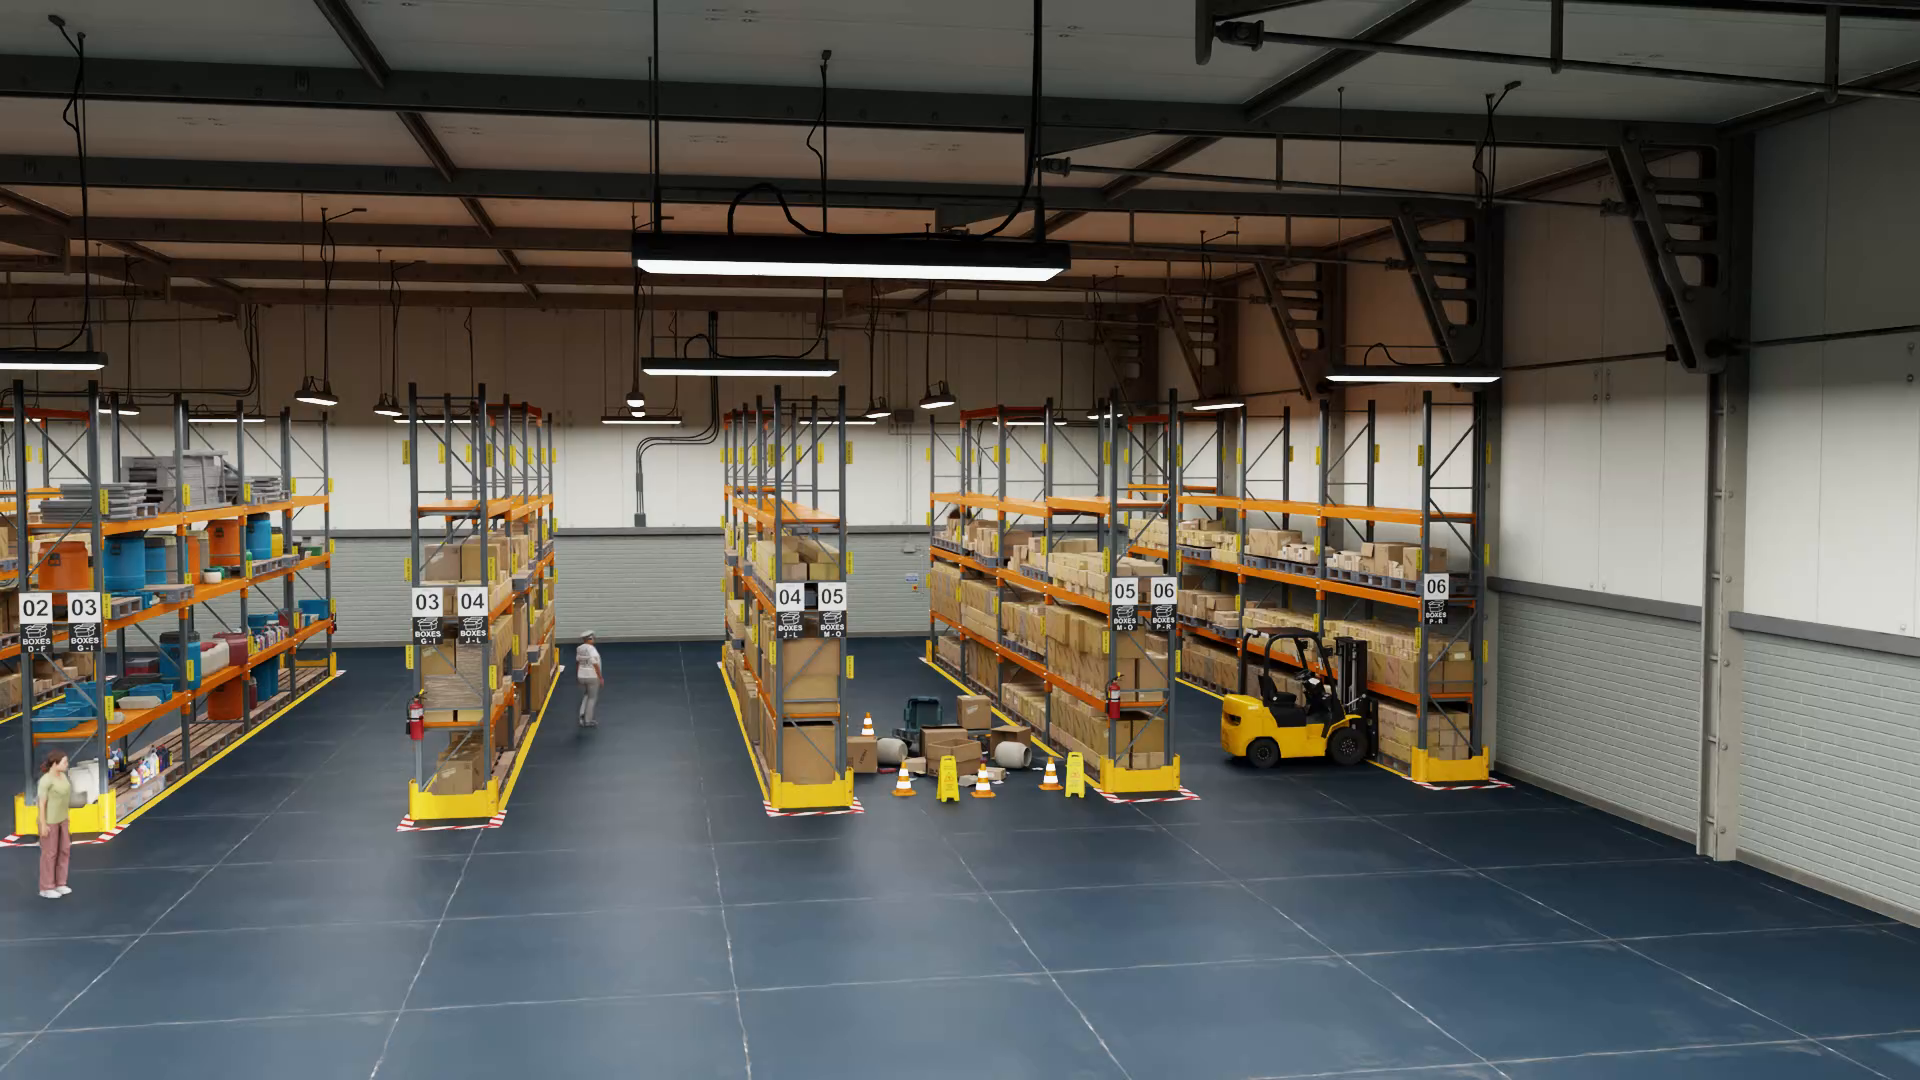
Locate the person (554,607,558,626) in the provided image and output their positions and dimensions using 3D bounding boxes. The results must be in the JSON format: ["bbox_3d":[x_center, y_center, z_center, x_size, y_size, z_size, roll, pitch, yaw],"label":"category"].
[{"bbox_3d":[-10.427,2.055,42.003,0.491,1.709,0.461,-2,4,-38],"label":"person"}]

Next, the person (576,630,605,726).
[{"bbox_3d":[-6.833,2.560,30.752,0.563,1.805,0.465,1,3,27],"label":"person"}]

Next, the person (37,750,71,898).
[{"bbox_3d":[-10.297,3.212,18.892,0.360,1.683,0.486,0,3,6],"label":"person"}]

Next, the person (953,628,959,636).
[{"bbox_3d":[0.126,1.964,43.442,0.879,1.642,0.528,-2,3,-28],"label":"person"}]
